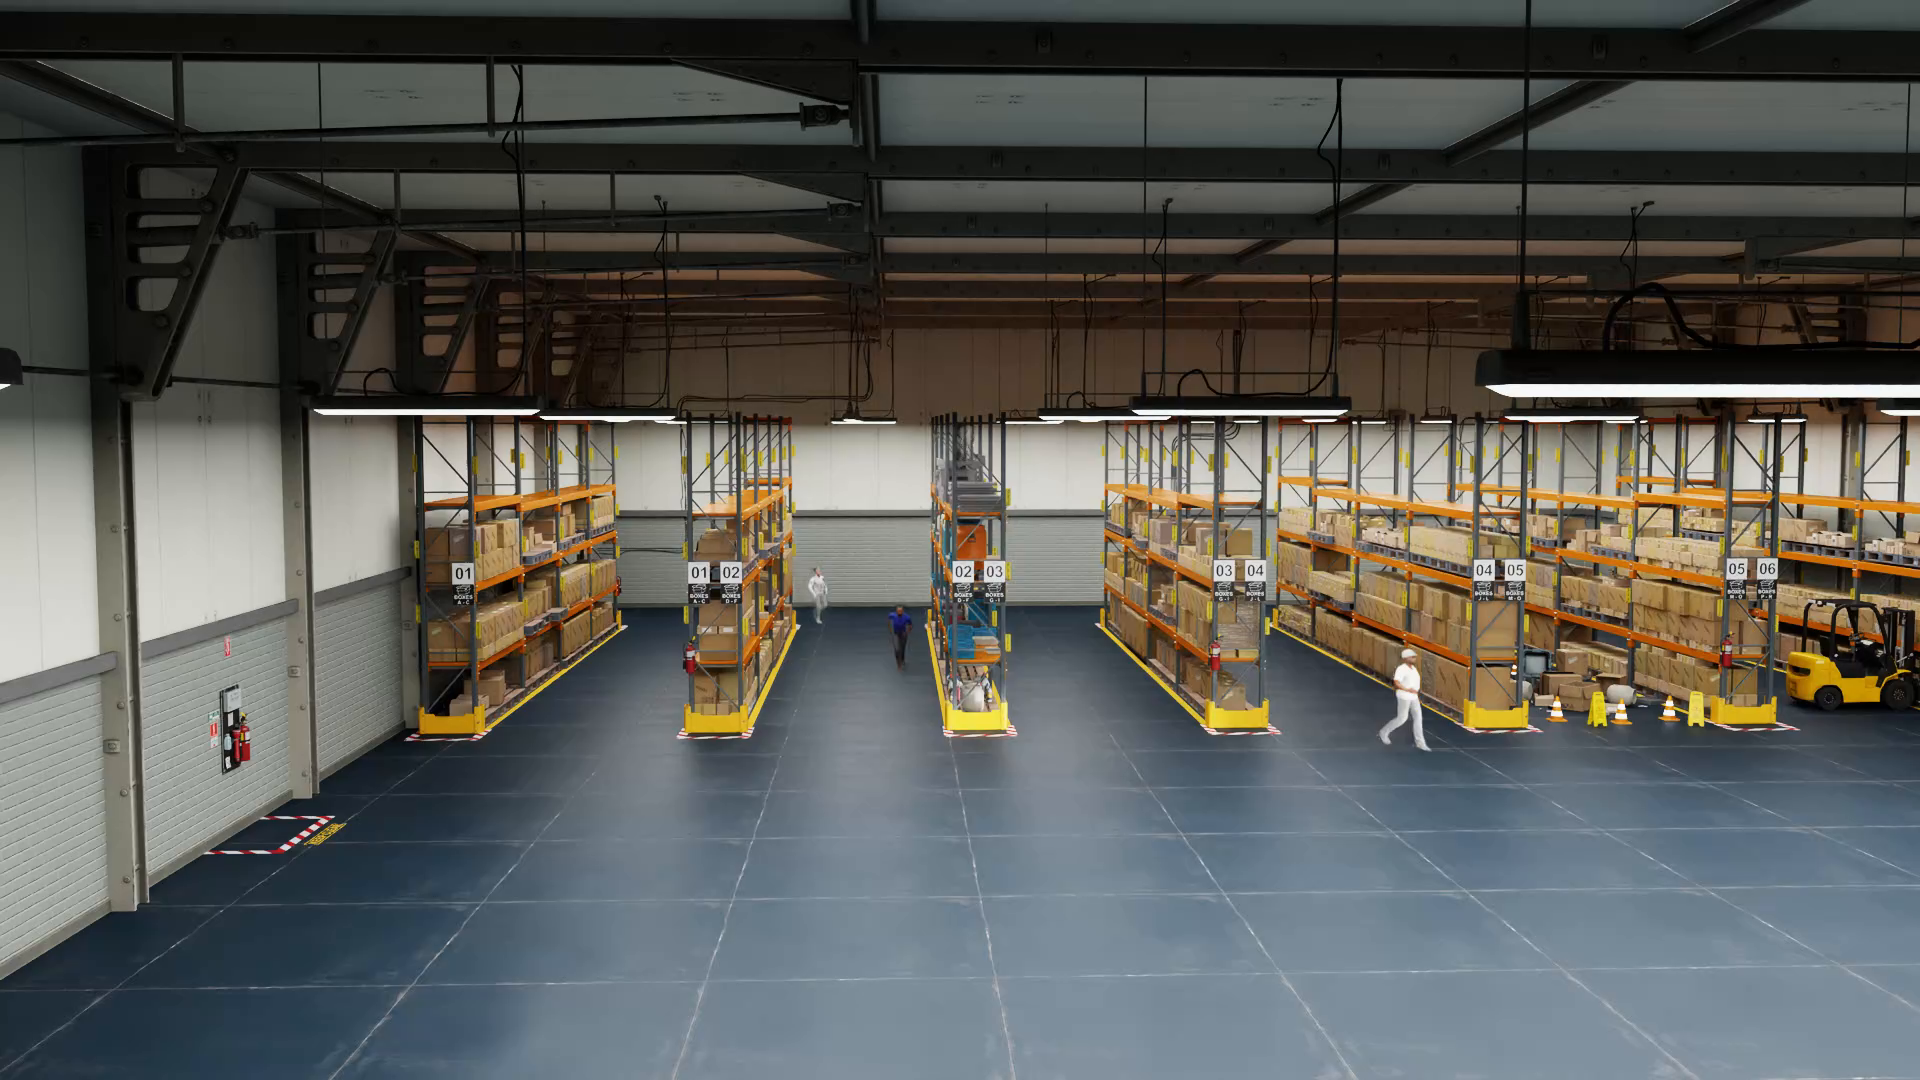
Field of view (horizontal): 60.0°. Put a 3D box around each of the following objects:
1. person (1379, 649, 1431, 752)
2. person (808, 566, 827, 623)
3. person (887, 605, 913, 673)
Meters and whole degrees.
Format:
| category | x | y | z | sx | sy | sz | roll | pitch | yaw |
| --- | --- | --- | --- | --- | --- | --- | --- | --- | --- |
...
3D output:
| category | x | y | z | sx | sy | sz | roll | pitch | yaw |
| --- | --- | --- | --- | --- | --- | --- | --- | --- | --- |
| person | 7.959 | 2.822 | 29.522 | 0.988 | 1.767 | 0.743 | 4 | 5 | 45 |
| person | -4.121 | 1.599 | 48.625 | 0.652 | 1.664 | 0.493 | -3 | 5 | -41 |
| person | -1.404 | 2.298 | 39.127 | 0.612 | 1.615 | 0.965 | 0 | 4 | 4 |
